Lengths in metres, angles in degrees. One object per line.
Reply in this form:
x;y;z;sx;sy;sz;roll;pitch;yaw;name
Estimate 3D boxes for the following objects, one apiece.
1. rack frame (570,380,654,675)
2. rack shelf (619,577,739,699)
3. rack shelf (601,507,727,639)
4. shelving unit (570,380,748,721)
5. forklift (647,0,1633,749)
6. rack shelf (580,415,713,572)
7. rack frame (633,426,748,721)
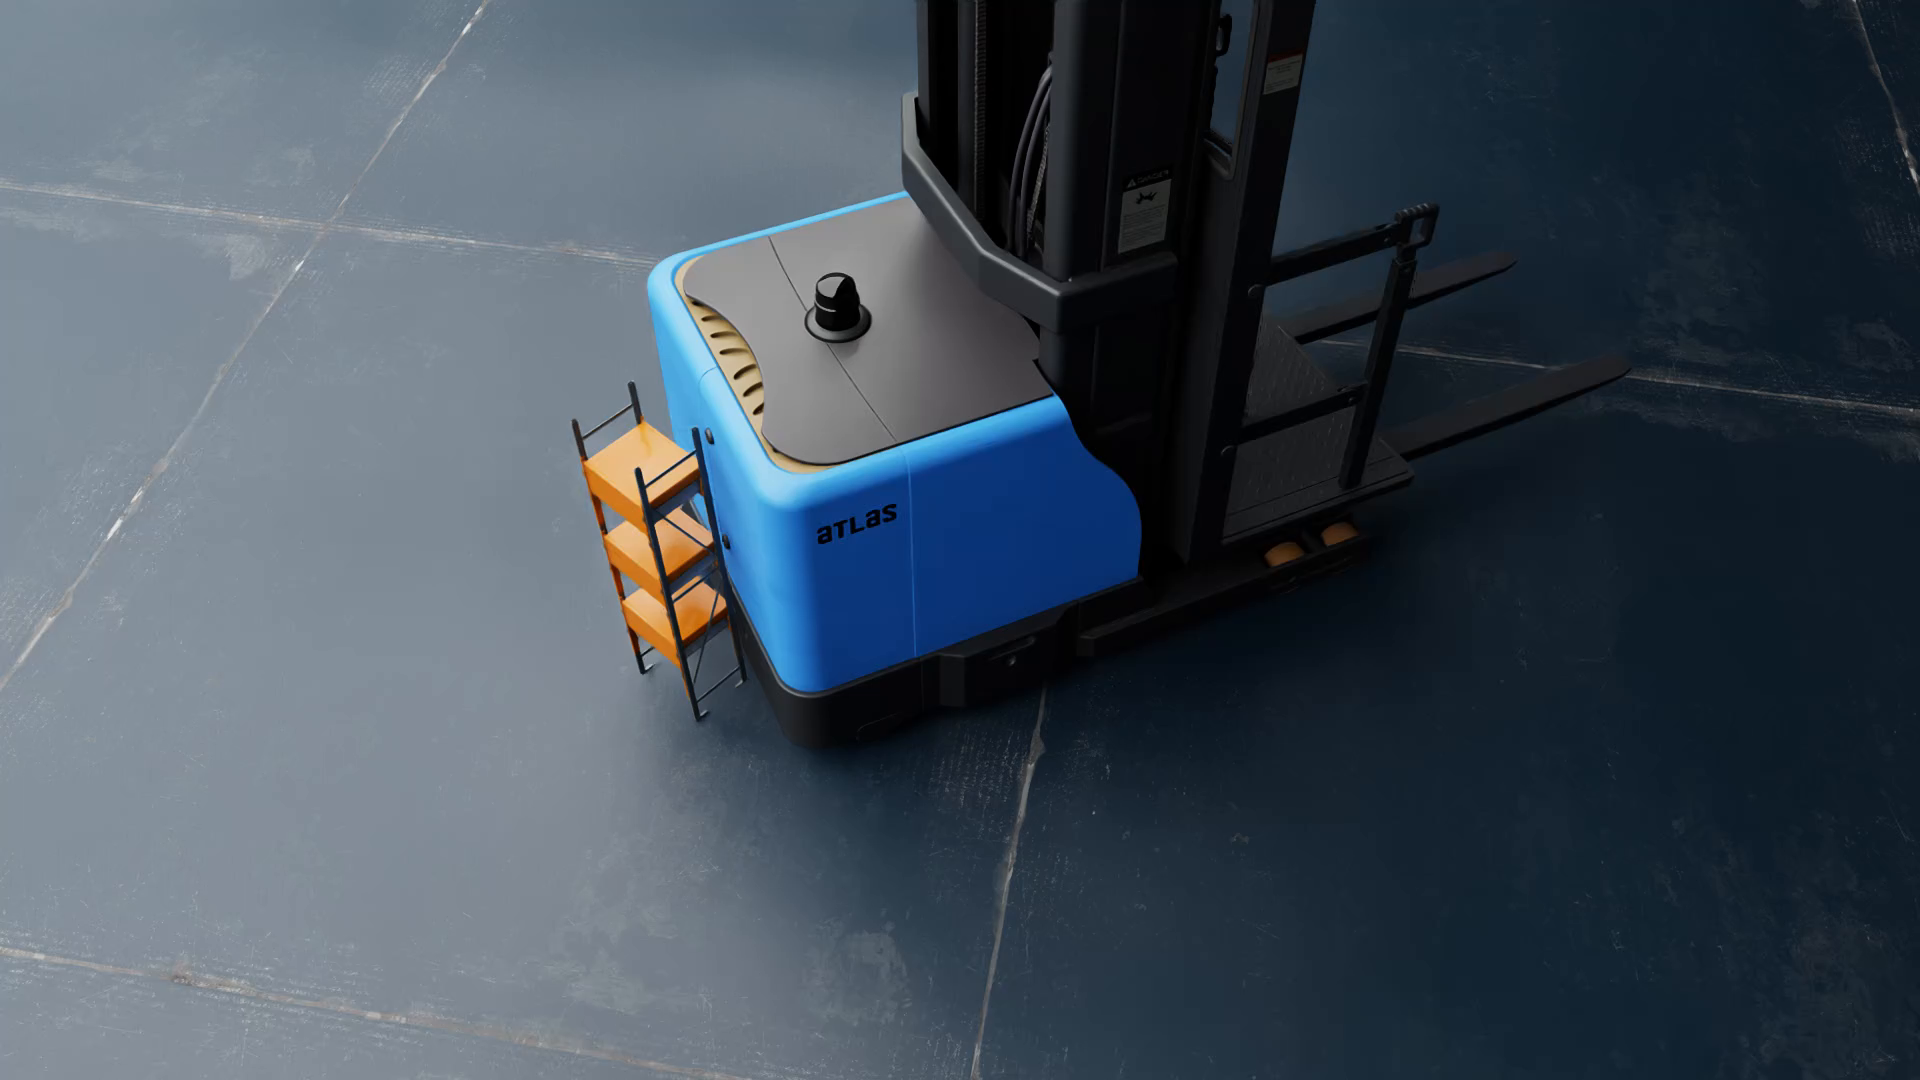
-0.882;-0.003;4.543;0.008;1.050;0.200;35;58;27;rack frame
-0.787;0.247;4.706;0.240;0.259;0.215;35;58;27;rack shelf
-0.792;0.065;4.495;0.240;0.259;0.215;35;58;27;rack shelf
-0.793;0.059;4.487;0.252;1.050;0.215;35;58;27;shelving unit
0.700;-1.152;4.315;3.031;2.935;1.130;-19;51;-16;forklift
-0.798;-0.120;4.281;0.240;0.259;0.215;35;58;27;rack shelf
-0.703;0.120;4.432;0.008;1.050;0.200;35;58;27;rack frame
